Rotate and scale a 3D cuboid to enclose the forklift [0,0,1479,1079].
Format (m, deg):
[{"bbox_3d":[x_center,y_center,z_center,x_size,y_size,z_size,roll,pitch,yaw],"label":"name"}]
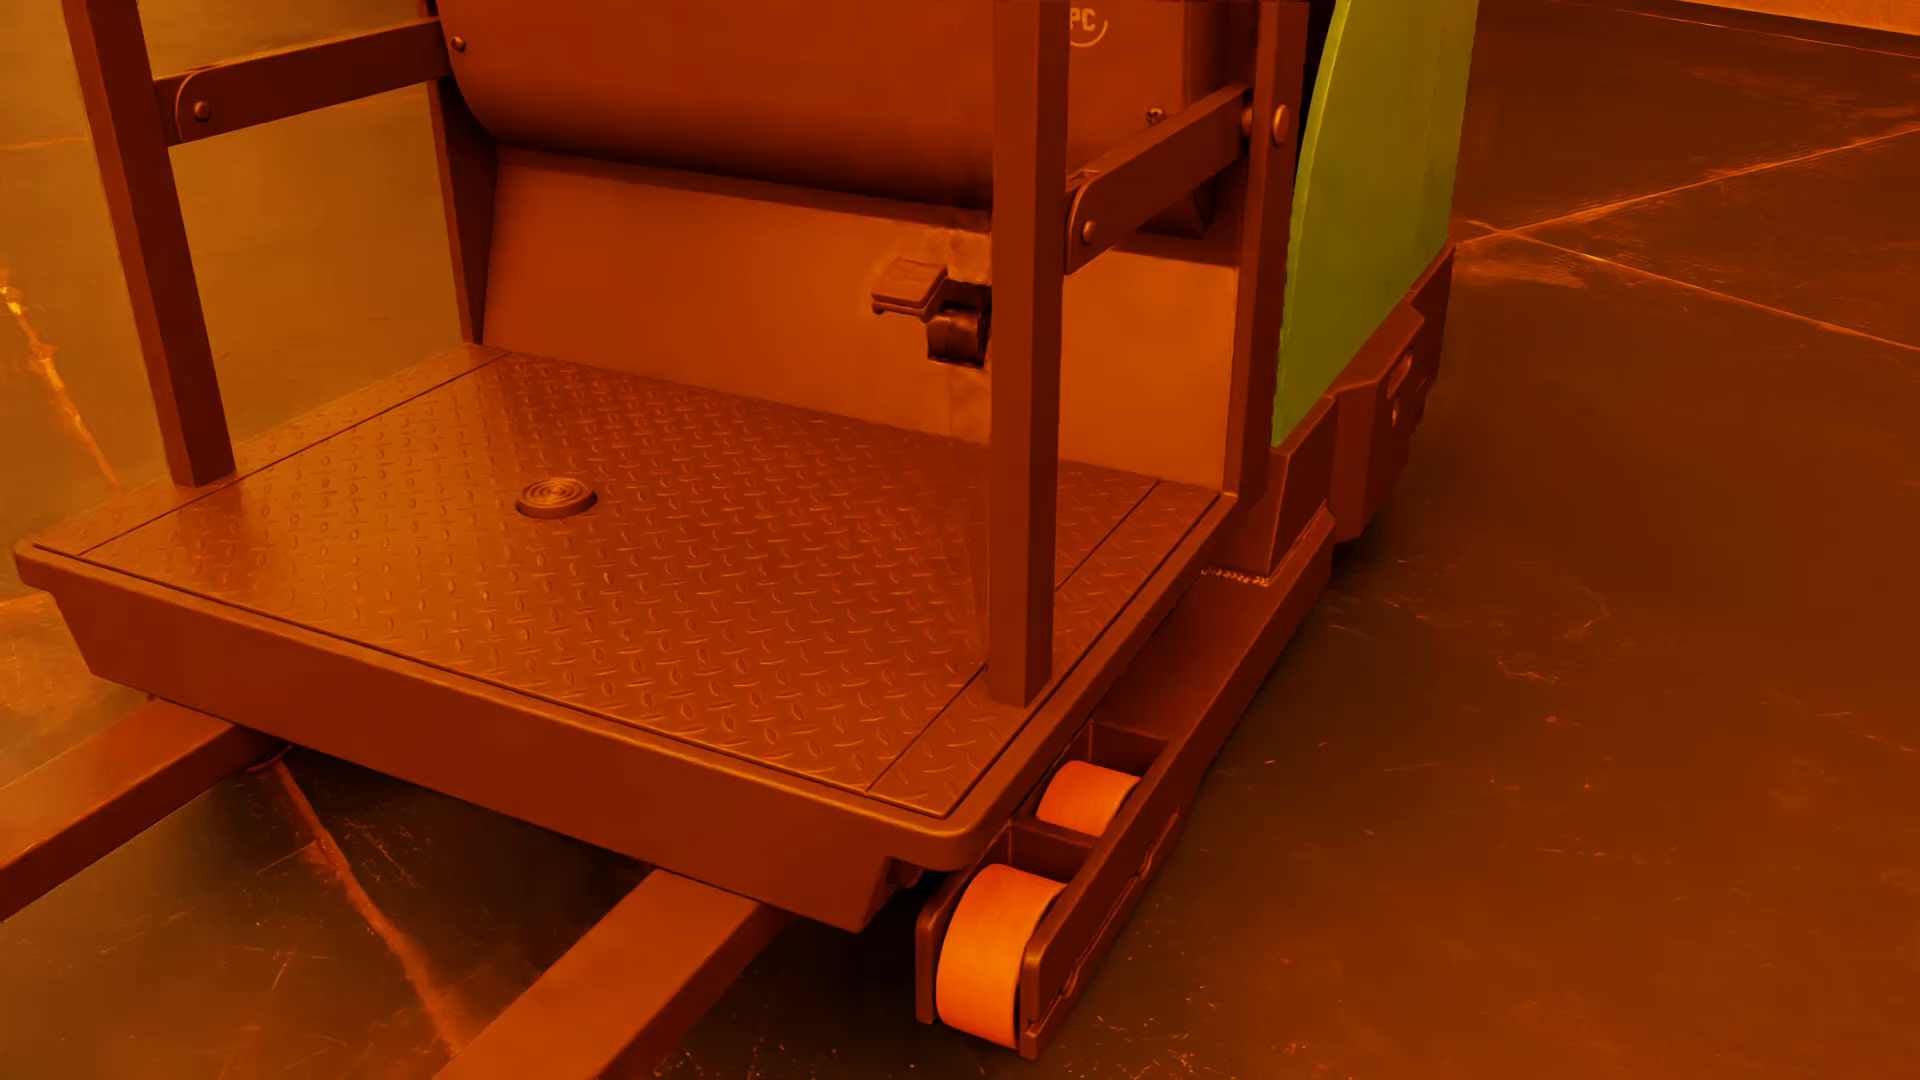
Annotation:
[{"bbox_3d":[-0.273,-1.064,1.352,1.130,2.935,3.031,13,29,24],"label":"forklift"}]
